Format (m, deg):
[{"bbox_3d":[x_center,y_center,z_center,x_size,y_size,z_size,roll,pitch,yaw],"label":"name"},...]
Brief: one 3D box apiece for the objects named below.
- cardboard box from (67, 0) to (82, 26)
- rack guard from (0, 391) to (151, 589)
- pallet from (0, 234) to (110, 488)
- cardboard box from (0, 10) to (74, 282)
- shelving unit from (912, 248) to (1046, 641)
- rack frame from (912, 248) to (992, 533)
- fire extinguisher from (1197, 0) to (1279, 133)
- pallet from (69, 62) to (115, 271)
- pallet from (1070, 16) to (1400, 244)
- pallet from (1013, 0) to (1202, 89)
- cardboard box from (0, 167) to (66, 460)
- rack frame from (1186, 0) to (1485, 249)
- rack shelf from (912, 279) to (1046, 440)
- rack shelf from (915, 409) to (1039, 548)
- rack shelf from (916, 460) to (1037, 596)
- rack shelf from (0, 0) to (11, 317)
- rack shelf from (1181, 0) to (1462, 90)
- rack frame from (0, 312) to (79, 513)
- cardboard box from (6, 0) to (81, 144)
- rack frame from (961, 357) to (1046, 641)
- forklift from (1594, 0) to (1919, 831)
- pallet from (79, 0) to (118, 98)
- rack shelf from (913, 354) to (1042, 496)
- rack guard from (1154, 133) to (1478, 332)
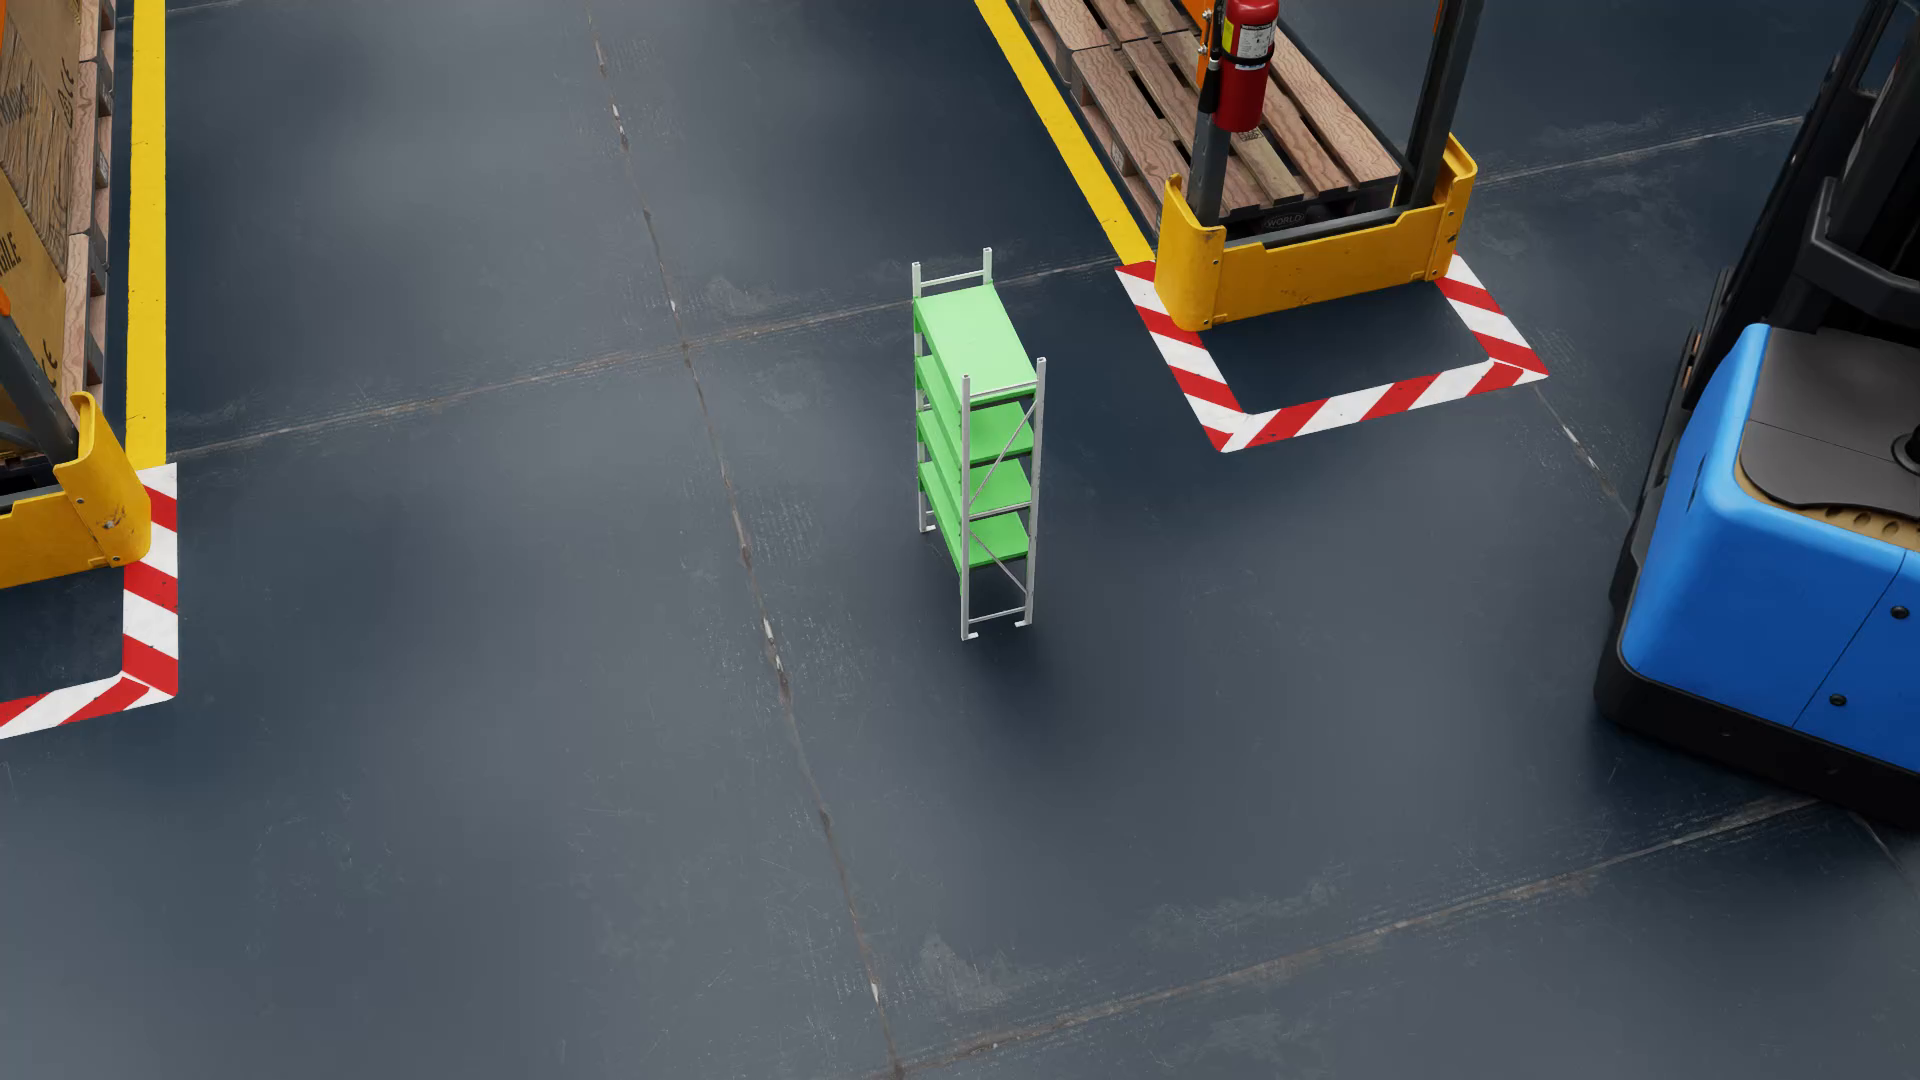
[{"bbox_3d":[-4.453,-2.782,7.249,0.875,0.875,0.875,-13,51,-11],"label":"cardboard box"},{"bbox_3d":[-3.382,-0.087,5.497,1.175,0.500,0.348,-13,51,-11],"label":"rack guard"},{"bbox_3d":[-3.700,-0.578,6.099,1.003,0.211,1.213,-13,51,-11],"label":"pallet"},{"bbox_3d":[-3.923,-1.475,6.147,0.875,0.875,0.875,-13,51,-11],"label":"cardboard box"},{"bbox_3d":[0.049,-0.266,5.189,0.258,1.200,0.503,-13,51,-11],"label":"shelving unit"},{"bbox_3d":[-0.023,-0.444,5.340,0.240,1.200,0.015,-13,51,-11],"label":"rack frame"},{"bbox_3d":[0.953,-1.672,5.493,0.296,0.674,0.183,-13,51,-11],"label":"fire extinguisher"},{"bbox_3d":[-4.057,-1.468,6.849,1.003,0.211,1.213,-13,51,-11],"label":"pallet"},{"bbox_3d":[1.136,-1.743,7.081,1.003,0.211,1.213,-13,51,-11],"label":"pallet"},{"bbox_3d":[0.779,-2.632,7.831,1.003,0.211,1.213,-13,51,-11],"label":"pallet"},{"bbox_3d":[-3.654,-0.810,5.586,0.875,0.875,0.875,-13,51,-11],"label":"cardboard box"},{"bbox_3d":[1.343,-2.030,5.500,1.000,3.000,0.127,-13,51,-11],"label":"rack frame"},{"bbox_3d":[0.049,-0.534,4.871,0.258,0.148,0.480,-13,51,-11],"label":"rack shelf"},{"bbox_3d":[0.049,-0.225,5.238,0.258,0.148,0.480,-13,51,-11],"label":"rack shelf"},{"bbox_3d":[0.049,-0.070,5.422,0.258,0.148,0.480,-13,51,-11],"label":"rack shelf"},{"bbox_3d":[-3.980,-2.139,6.062,1.077,0.370,4.000,-13,51,-11],"label":"rack shelf"},{"bbox_3d":[0.751,-3.259,7.006,1.077,0.370,4.000,-13,51,-11],"label":"rack shelf"},{"bbox_3d":[-3.389,-0.911,4.556,1.000,3.000,0.127,-13,51,-11],"label":"rack frame"},{"bbox_3d":[-4.187,-2.125,6.695,0.875,0.875,0.875,-13,51,-11],"label":"cardboard box"},{"bbox_3d":[0.121,-0.088,5.039,0.240,1.200,0.015,-13,51,-11],"label":"rack frame"},{"bbox_3d":[3.096,-1.224,4.865,1.130,2.935,3.031,20,53,16],"label":"forklift"},{"bbox_3d":[-4.421,-2.360,7.602,1.003,0.211,1.213,-13,51,-11],"label":"pallet"},{"bbox_3d":[0.049,-0.379,5.055,0.258,0.148,0.480,-13,51,-11],"label":"rack shelf"},{"bbox_3d":[1.362,-1.210,6.443,1.175,0.500,0.348,-13,51,-11],"label":"rack guard"}]
